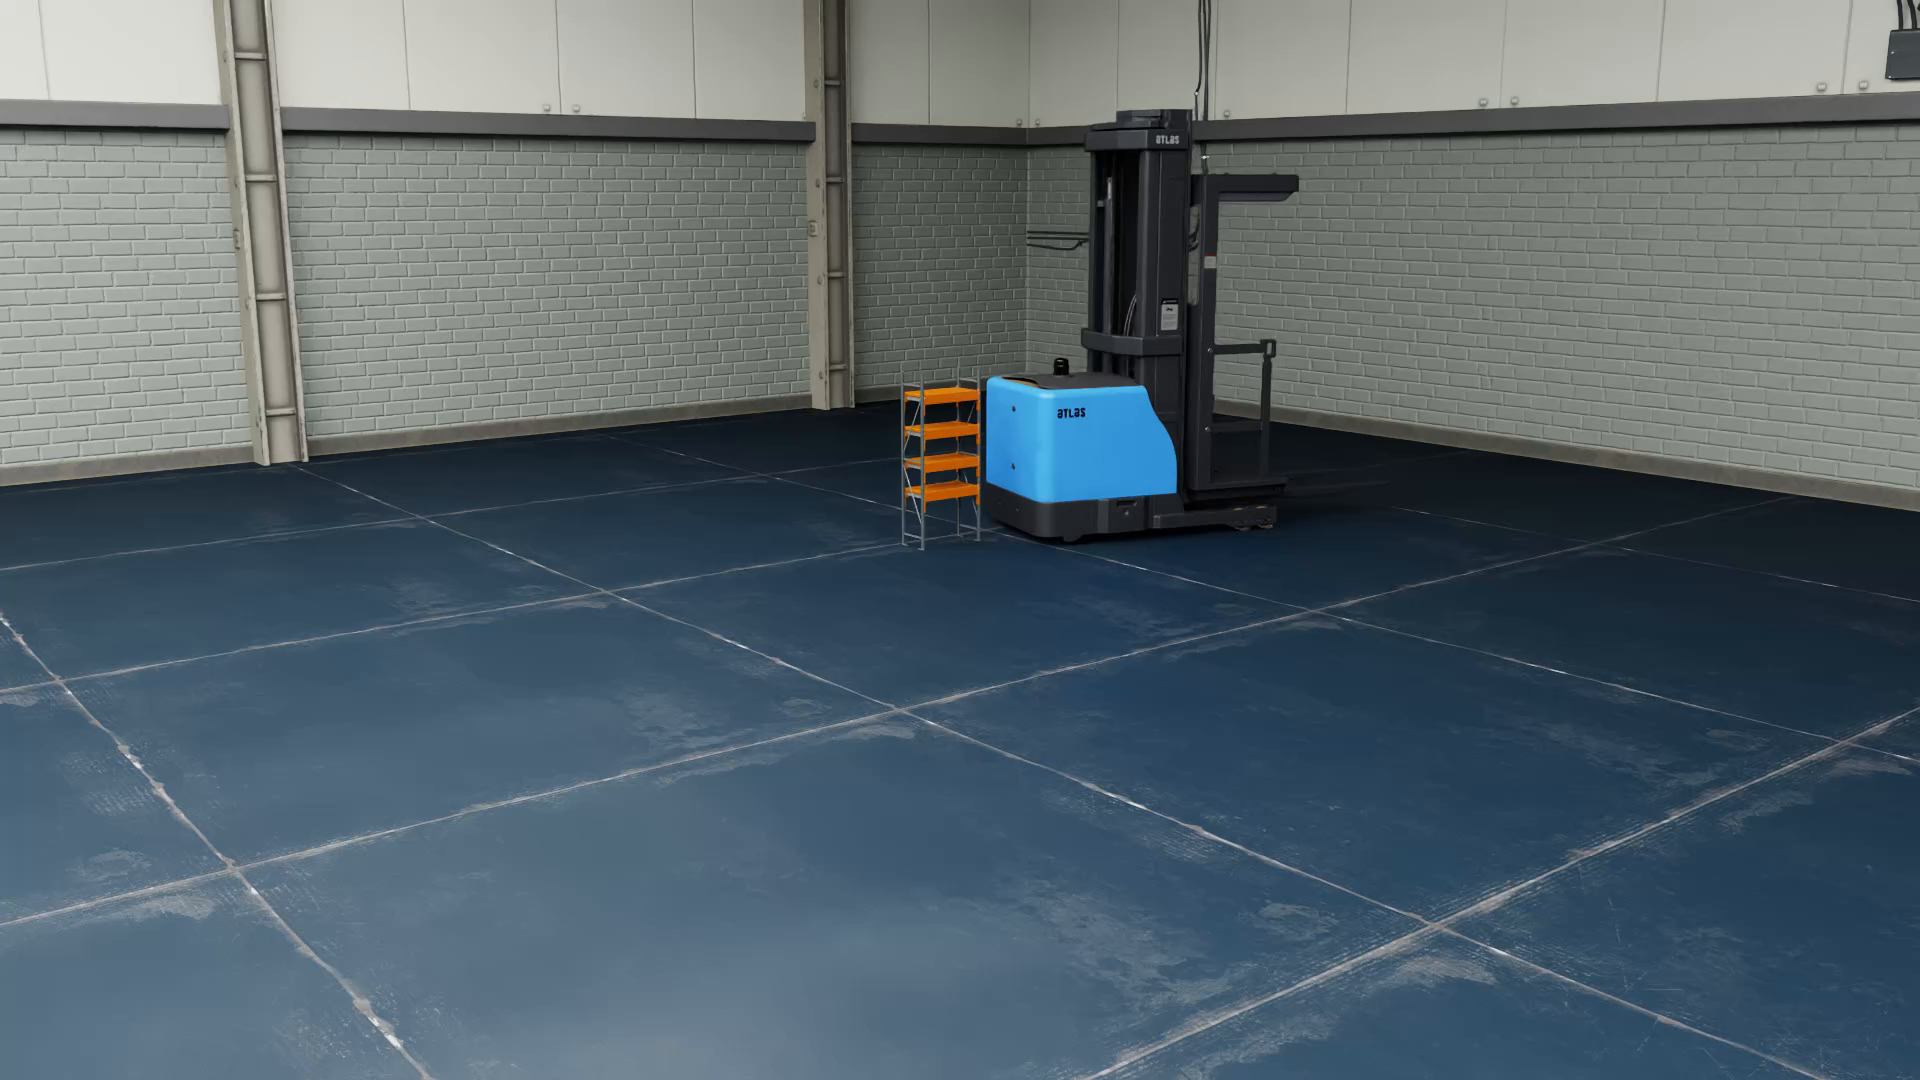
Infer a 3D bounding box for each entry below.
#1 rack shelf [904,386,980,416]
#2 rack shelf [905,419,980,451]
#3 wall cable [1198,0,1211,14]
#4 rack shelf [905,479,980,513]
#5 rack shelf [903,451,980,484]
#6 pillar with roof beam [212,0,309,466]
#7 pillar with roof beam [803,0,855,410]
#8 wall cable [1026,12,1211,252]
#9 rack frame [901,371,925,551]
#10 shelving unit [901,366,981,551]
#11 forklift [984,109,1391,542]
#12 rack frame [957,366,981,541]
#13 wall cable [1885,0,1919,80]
[{"bbox_3d":[-0.129,-0.950,11.321,0.480,0.148,0.258,-9,15,-38],"label":"rack shelf"},{"bbox_3d":[-0.129,-0.718,11.371,0.480,0.148,0.258,-9,15,-38],"label":"rack shelf"},{"bbox_3d":[3.392,-6.570,16.223,0.112,2.526,3.097,-9,15,-38],"label":"wall cable"},{"bbox_3d":[-0.129,-0.305,11.458,0.480,0.148,0.258,-9,15,-38],"label":"rack shelf"},{"bbox_3d":[-0.129,-0.500,11.417,0.480,0.148,0.258,-9,15,-38],"label":"rack shelf"},{"bbox_3d":[-3.420,-4.413,10.746,0.400,9.000,9.100,-9,15,-38],"label":"pillar with roof beam"},{"bbox_3d":[1.265,-5.191,14.413,0.400,9.000,9.100,-9,15,-38],"label":"pillar with roof beam"},{"bbox_3d":[1.702,-4.539,18.814,0.112,2.526,3.097,-9,15,-38],"label":"wall cable"},{"bbox_3d":[-0.320,-0.534,11.254,0.015,1.200,0.240,-9,15,-38],"label":"rack frame"},{"bbox_3d":[-0.129,-0.565,11.403,0.503,1.200,0.258,-9,15,-38],"label":"shelving unit"},{"bbox_3d":[1.744,-1.593,12.077,3.031,2.935,1.130,-5,13,-22],"label":"forklift"},{"bbox_3d":[0.061,-0.597,11.552,0.015,1.200,0.240,-9,15,-38],"label":"rack frame"},{"bbox_3d":[7.621,-6.179,10.877,0.169,6.003,2.305,-9,15,-38],"label":"wall cable"}]
